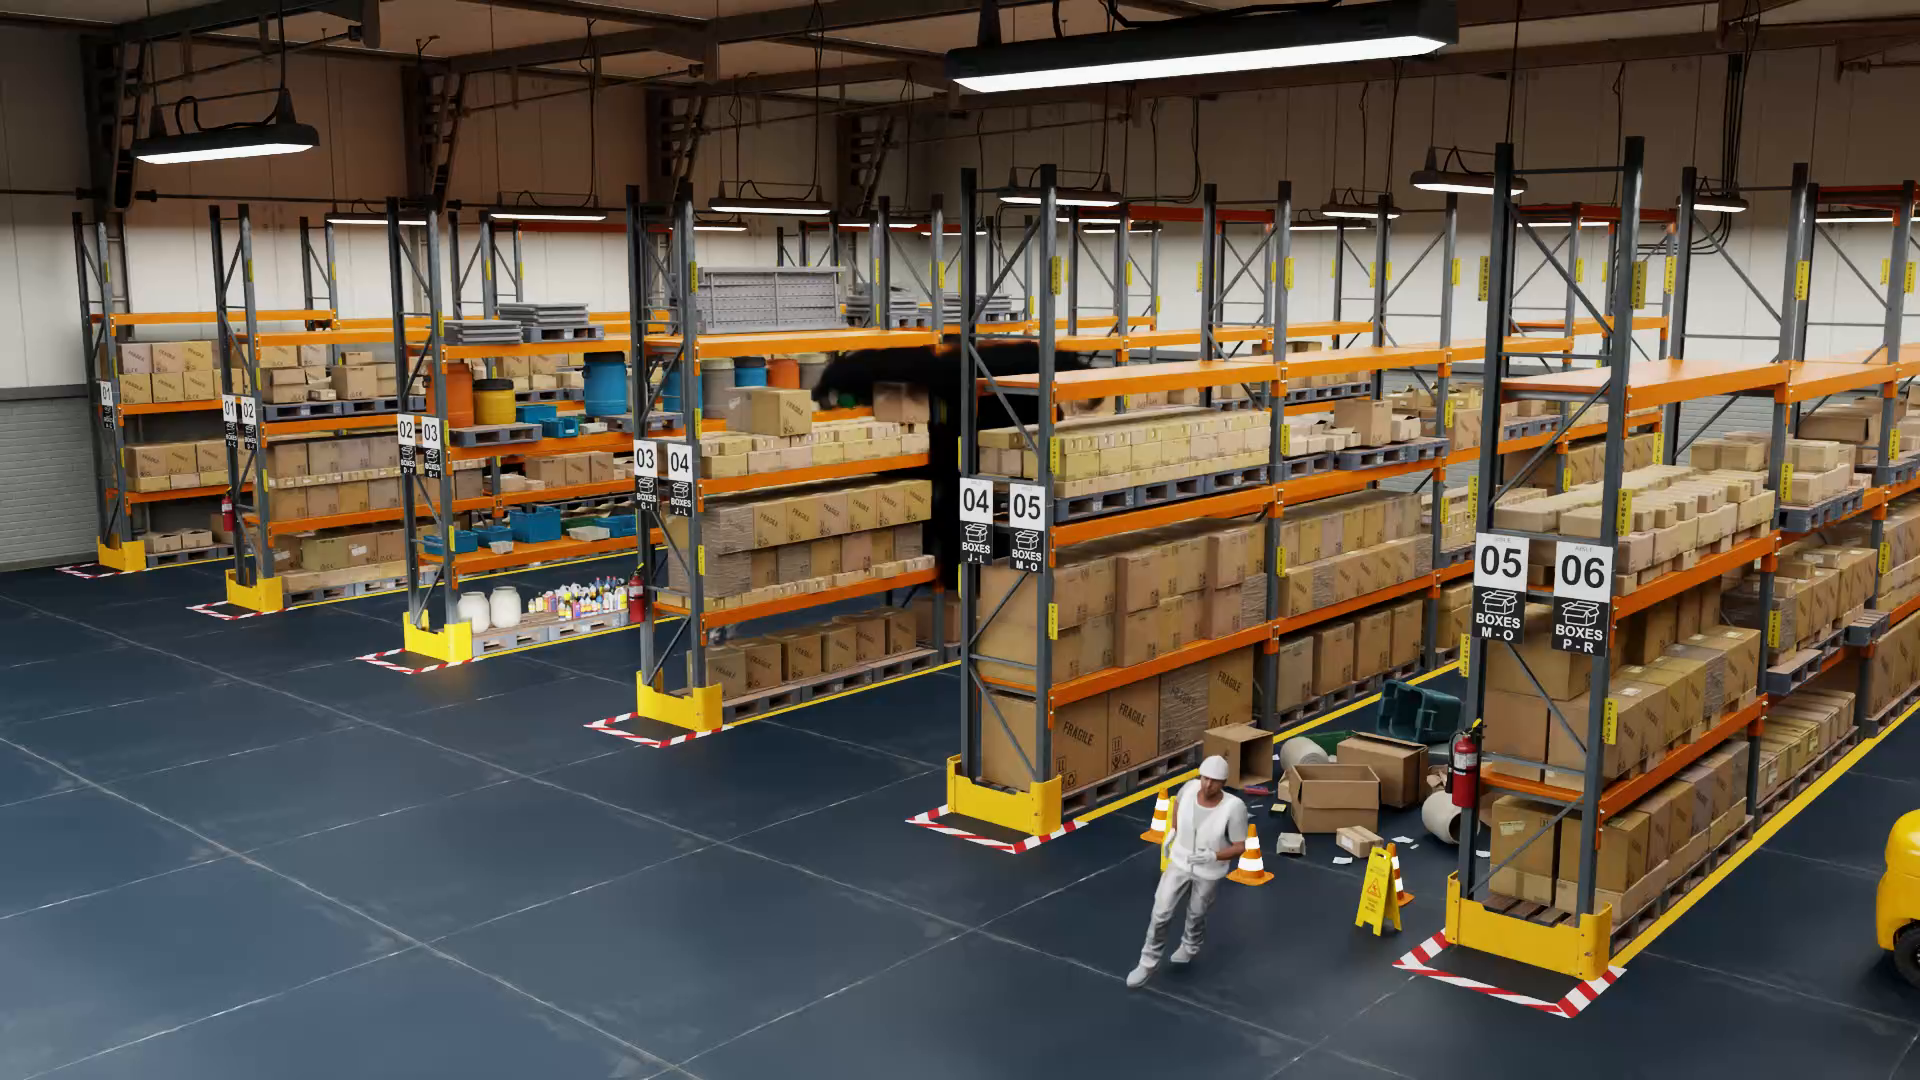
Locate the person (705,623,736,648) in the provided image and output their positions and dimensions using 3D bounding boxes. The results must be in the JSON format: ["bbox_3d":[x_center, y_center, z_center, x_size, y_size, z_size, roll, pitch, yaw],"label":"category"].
[{"bbox_3d":[-3.112,0.475,21.479,0.674,1.802,0.883,4,10,22],"label":"person"}]

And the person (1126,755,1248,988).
[{"bbox_3d":[1.674,2.337,11.895,0.811,1.721,0.804,4,10,24],"label":"person"}]

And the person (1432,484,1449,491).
[{"bbox_3d":[8.020,-0.197,27.728,0.640,1.629,0.722,-4,10,-24],"label":"person"}]
